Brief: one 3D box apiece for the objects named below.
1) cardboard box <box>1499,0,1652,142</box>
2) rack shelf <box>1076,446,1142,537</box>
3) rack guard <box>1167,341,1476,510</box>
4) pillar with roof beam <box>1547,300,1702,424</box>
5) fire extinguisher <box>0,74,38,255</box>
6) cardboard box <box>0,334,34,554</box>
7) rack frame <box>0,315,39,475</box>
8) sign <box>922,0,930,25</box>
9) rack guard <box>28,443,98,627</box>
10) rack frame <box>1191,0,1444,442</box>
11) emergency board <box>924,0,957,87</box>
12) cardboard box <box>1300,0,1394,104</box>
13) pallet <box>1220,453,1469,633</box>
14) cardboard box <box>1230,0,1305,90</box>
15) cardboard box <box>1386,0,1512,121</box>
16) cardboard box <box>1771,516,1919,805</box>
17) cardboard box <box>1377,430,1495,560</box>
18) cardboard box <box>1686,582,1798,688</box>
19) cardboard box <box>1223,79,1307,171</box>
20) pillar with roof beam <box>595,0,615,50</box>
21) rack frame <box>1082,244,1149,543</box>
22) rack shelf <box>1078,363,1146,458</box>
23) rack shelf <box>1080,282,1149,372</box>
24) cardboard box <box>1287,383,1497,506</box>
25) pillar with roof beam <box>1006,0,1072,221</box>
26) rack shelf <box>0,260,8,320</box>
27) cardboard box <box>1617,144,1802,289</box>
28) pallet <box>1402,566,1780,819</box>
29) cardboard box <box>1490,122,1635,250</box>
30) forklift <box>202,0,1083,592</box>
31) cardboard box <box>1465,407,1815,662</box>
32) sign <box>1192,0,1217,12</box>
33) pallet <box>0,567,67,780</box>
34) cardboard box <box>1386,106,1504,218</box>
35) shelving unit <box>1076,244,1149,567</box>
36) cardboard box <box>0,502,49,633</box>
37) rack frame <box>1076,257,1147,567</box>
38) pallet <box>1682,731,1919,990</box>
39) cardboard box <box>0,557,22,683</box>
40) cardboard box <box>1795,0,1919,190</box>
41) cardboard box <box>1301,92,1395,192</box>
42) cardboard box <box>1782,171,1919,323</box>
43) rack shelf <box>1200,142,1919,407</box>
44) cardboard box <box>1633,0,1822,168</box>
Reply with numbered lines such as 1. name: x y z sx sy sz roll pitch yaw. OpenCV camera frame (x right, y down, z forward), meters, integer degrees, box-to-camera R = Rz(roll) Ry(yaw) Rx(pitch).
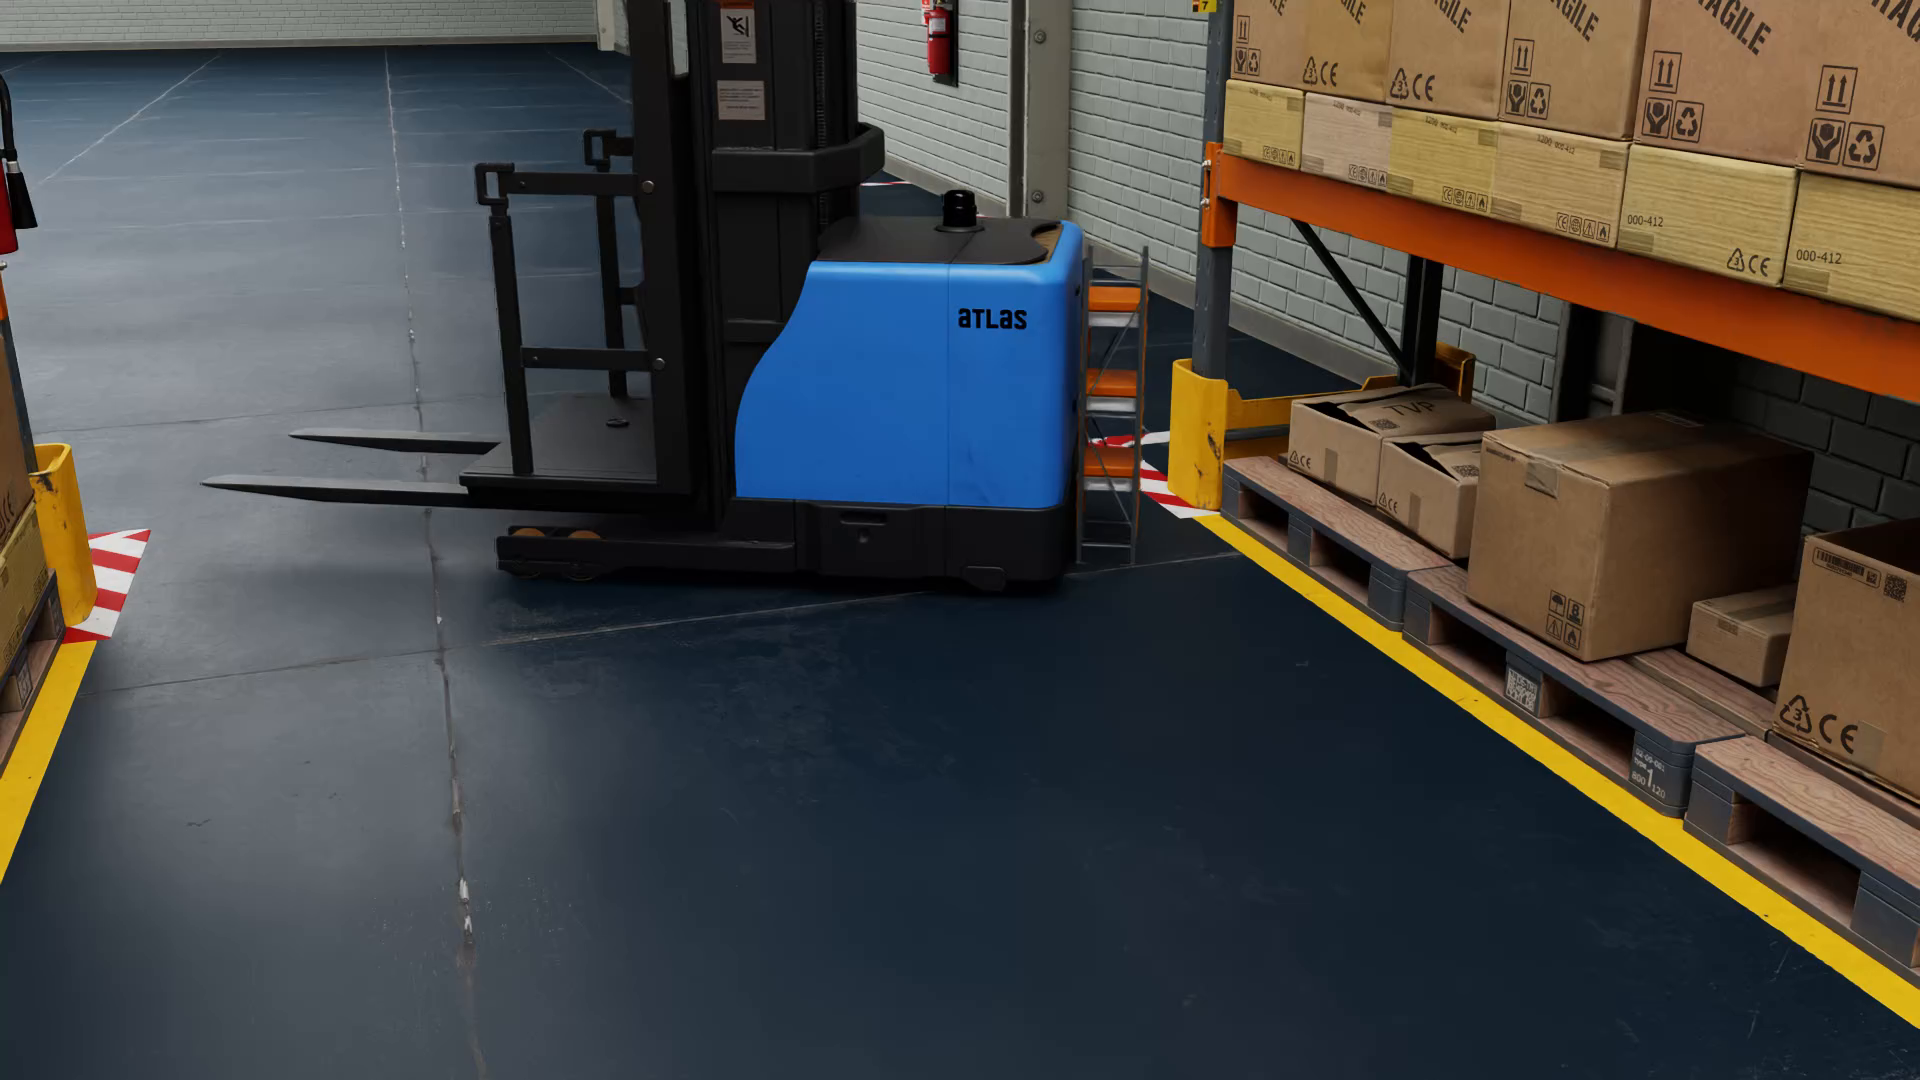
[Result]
1. cardboard box: 1.716 -1.274 4.109 0.500 0.500 0.500 -6 21 -16
2. rack shelf: 0.512 -0.178 5.712 0.215 0.259 0.240 3 20 7
3. rack guard: 1.400 -0.457 6.450 1.175 0.500 0.348 -6 21 -17
4. pillar with roof beam: -1.670 -3.891 3.438 9.100 9.000 0.400 -6 21 -17
5. fire extinguisher: -2.922 -1.181 4.882 0.296 0.674 0.183 -6 21 -17
6. cardboard box: -2.875 -0.246 4.502 0.500 0.500 0.500 -6 21 -17
7. rack frame: -3.326 -1.130 4.626 1.000 3.000 0.127 -6 21 -17
8. sign: -0.285 -4.453 13.824 0.001 0.329 0.234 -6 21 -17
9. rack guard: -3.333 0.038 5.070 1.175 0.500 0.348 -6 21 -17
10. rack frame: 1.376 -1.658 6.095 1.000 3.000 0.127 -6 21 -17
11. emergency board: -0.209 -4.248 13.305 0.194 1.169 0.643 -6 21 -17
12. cardboard box: 1.386 -1.605 5.030 0.500 0.500 0.500 -6 21 -17
13. pallet: 1.622 -0.057 5.762 1.003 0.211 1.213 -6 21 -17
14. cardboard box: 1.241 -1.765 5.475 0.500 0.500 0.500 -6 21 -17
15. cardboard box: 1.543 -1.438 4.567 0.500 0.500 0.500 -7 21 -19
16. cardboard box: 2.269 0.266 3.785 0.500 0.500 0.500 -8 21 -21
17. cardboard box: 1.687 -0.185 5.321 0.500 0.311 0.500 -5 20 -13
18. cardboard box: 2.149 0.245 4.364 0.380 0.149 0.250 -8 21 -22
19. cardboard box: 1.228 -1.406 5.587 0.500 0.250 0.500 -7 21 -19
20. pillar with roof beam: -11.099 -13.518 30.241 9.100 9.000 0.400 -6 21 -17
21. rack frame: 0.528 -0.491 5.729 0.200 1.050 0.008 3 20 7
22. rack shelf: 0.513 -0.440 5.618 0.215 0.259 0.240 3 20 7
23. rack shelf: 0.514 -0.707 5.522 0.215 0.259 0.240 3 20 7
24. cardboard box: 1.508 -0.368 5.830 0.500 0.311 0.500 -9 22 -23
25. pillar with roof beam: -3.556 -5.817 8.798 9.100 9.000 0.400 -6 21 -17
26. rack shelf: -2.697 -0.150 2.961 1.077 0.370 4.000 -6 21 -17
27. cardboard box: 1.875 -0.753 3.769 0.500 0.250 0.500 -7 21 -18
28. pallet: 2.001 0.334 4.674 1.003 0.211 1.213 -6 21 -17
29. cardboard box: 1.716 -0.915 4.218 0.500 0.250 0.500 -6 21 -17
30. forklift: -1.109 -1.415 5.521 3.031 2.935 1.130 2 20 7
31. cardboard box: 1.870 -0.033 4.619 0.700 0.500 0.500 -8 21 -21
32. sign: 0.861 -2.008 5.788 0.100 0.325 0.005 -6 21 -17
33. pallet: -3.045 0.423 4.427 1.003 0.211 1.213 -6 21 -17
34. cardboard box: 1.559 -1.077 4.670 0.500 0.250 0.500 -7 21 -18
35. shelving unit: 0.513 -0.450 5.615 0.215 1.050 0.252 3 20 7
36. cardboard box: -2.877 0.107 4.628 0.500 0.250 0.500 -6 21 -17
37. rack frame: 0.498 -0.409 5.501 0.200 1.050 0.008 3 20 7
38. pallet: 2.388 0.726 3.582 1.003 0.211 1.213 -6 21 -17
39. cardboard box: -2.708 0.266 4.185 0.500 0.250 0.500 -6 21 -17
40. cardboard box: 2.029 -0.944 3.192 0.500 0.500 0.500 -7 21 -18
41. cardboard box: 1.405 -1.241 5.127 0.500 0.250 0.500 -7 21 -19
42. cardboard box: 2.048 -0.594 3.324 0.500 0.250 0.500 -6 21 -17
43. rack shelf: 2.004 -0.678 4.430 1.077 0.370 4.000 -6 21 -17
44. cardboard box: 1.881 -1.107 3.645 0.500 0.500 0.500 -7 21 -19
